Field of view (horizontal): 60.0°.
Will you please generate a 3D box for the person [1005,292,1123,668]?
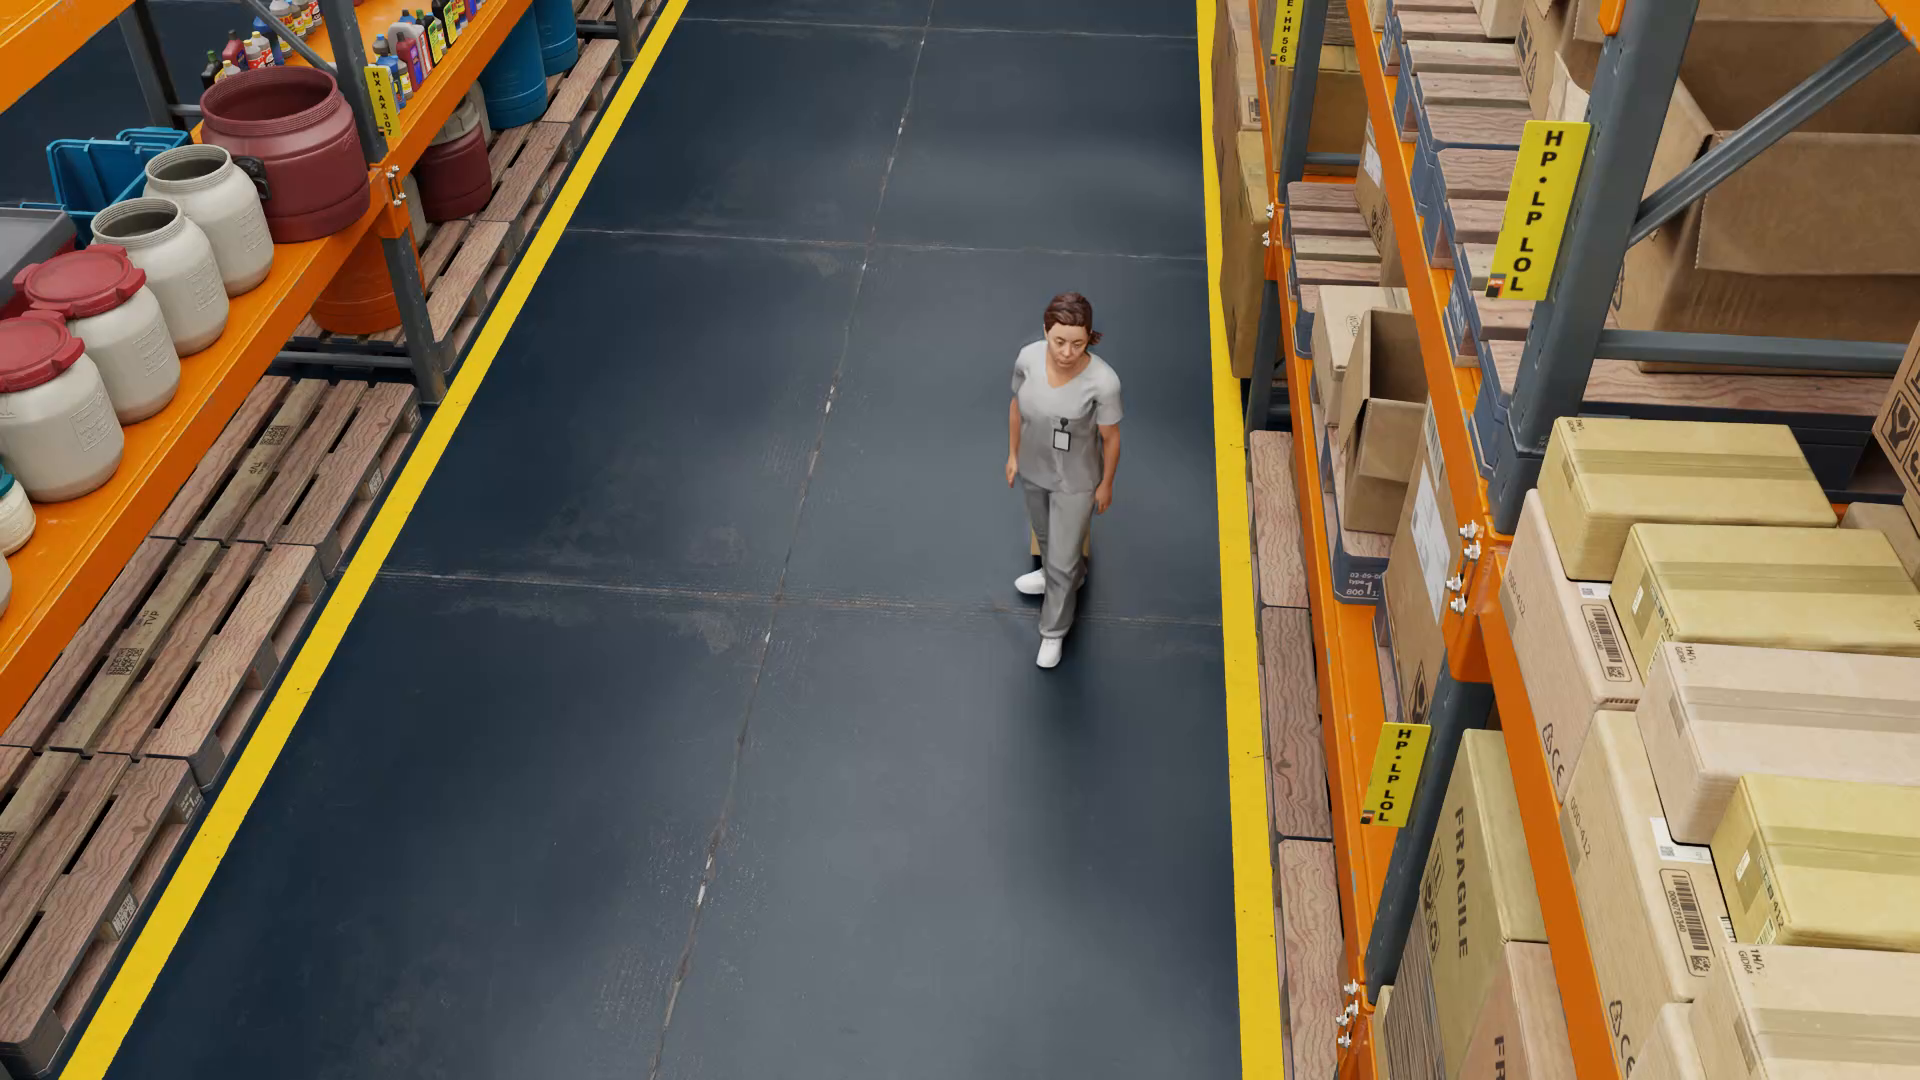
[{"bbox_3d":[0.402,-0.286,6.502,0.485,1.661,0.568,23,45,25],"label":"person"}]
